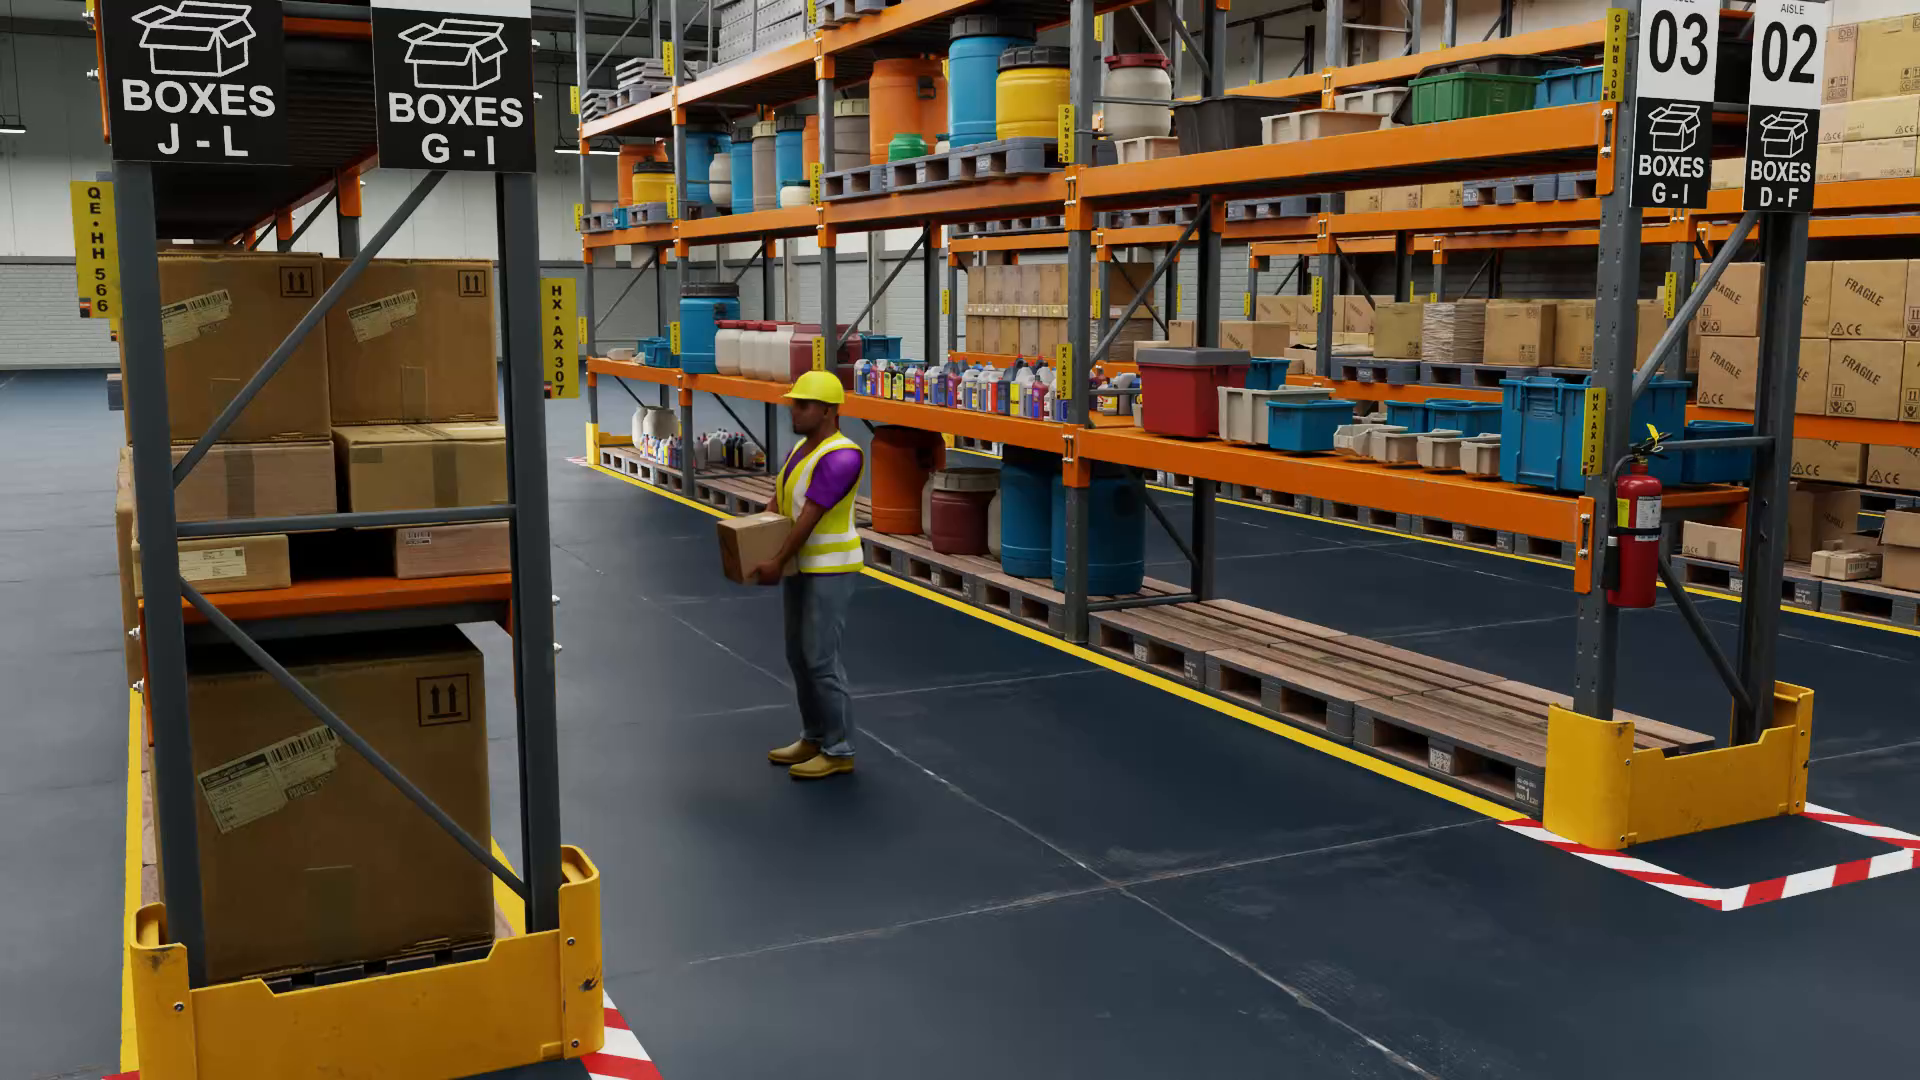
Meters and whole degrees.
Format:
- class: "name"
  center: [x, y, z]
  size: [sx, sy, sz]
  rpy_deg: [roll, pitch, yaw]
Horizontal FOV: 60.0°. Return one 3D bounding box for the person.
- class: "person"
  center: [-0.711, 0.118, 7.261]
  size: [0.560, 1.702, 0.473]
  rpy_deg: [-4, 9, -26]
